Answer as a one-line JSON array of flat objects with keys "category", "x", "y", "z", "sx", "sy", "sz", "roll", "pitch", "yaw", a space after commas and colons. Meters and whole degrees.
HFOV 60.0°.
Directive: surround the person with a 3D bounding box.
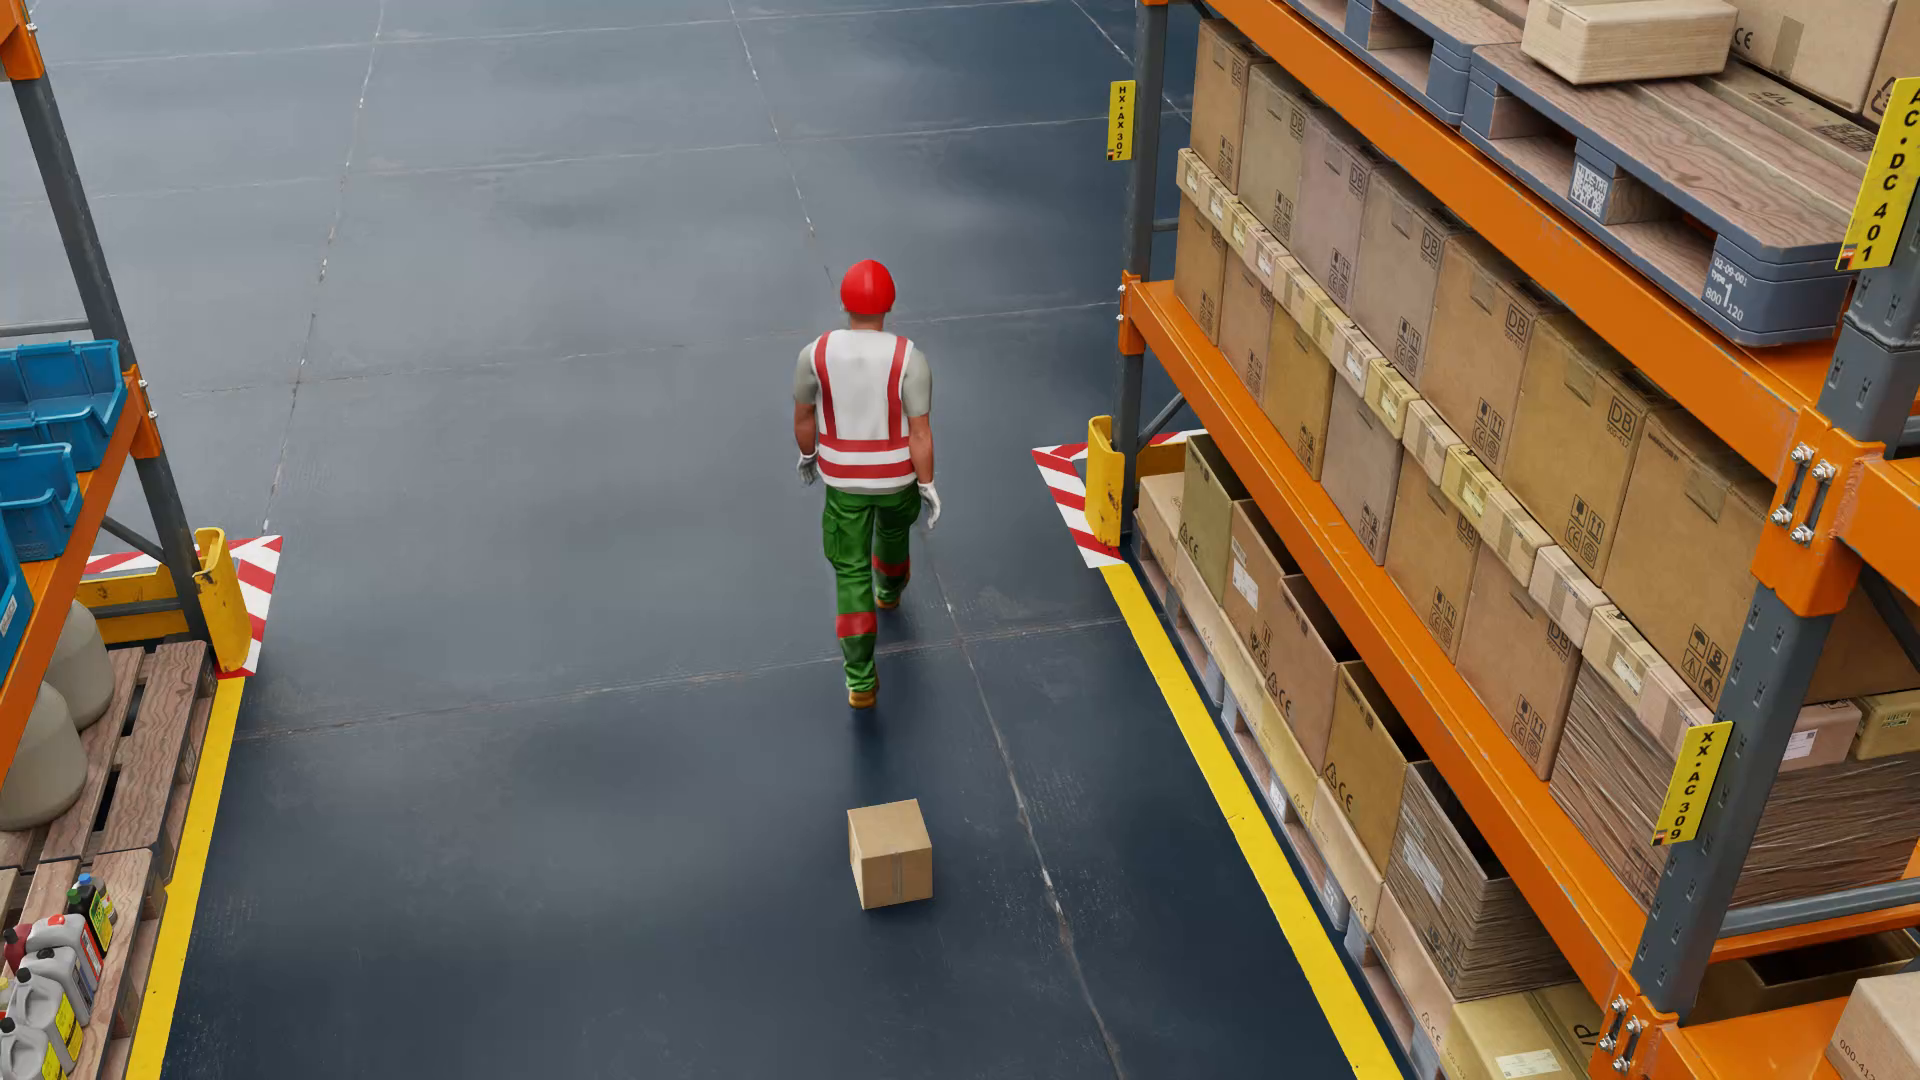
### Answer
[{"category": "person", "x": -0.365, "y": -0.267, "z": 6.538, "sx": 0.575, "sy": 1.742, "sz": 1.082, "roll": -1, "pitch": 34, "yaw": -1}]
